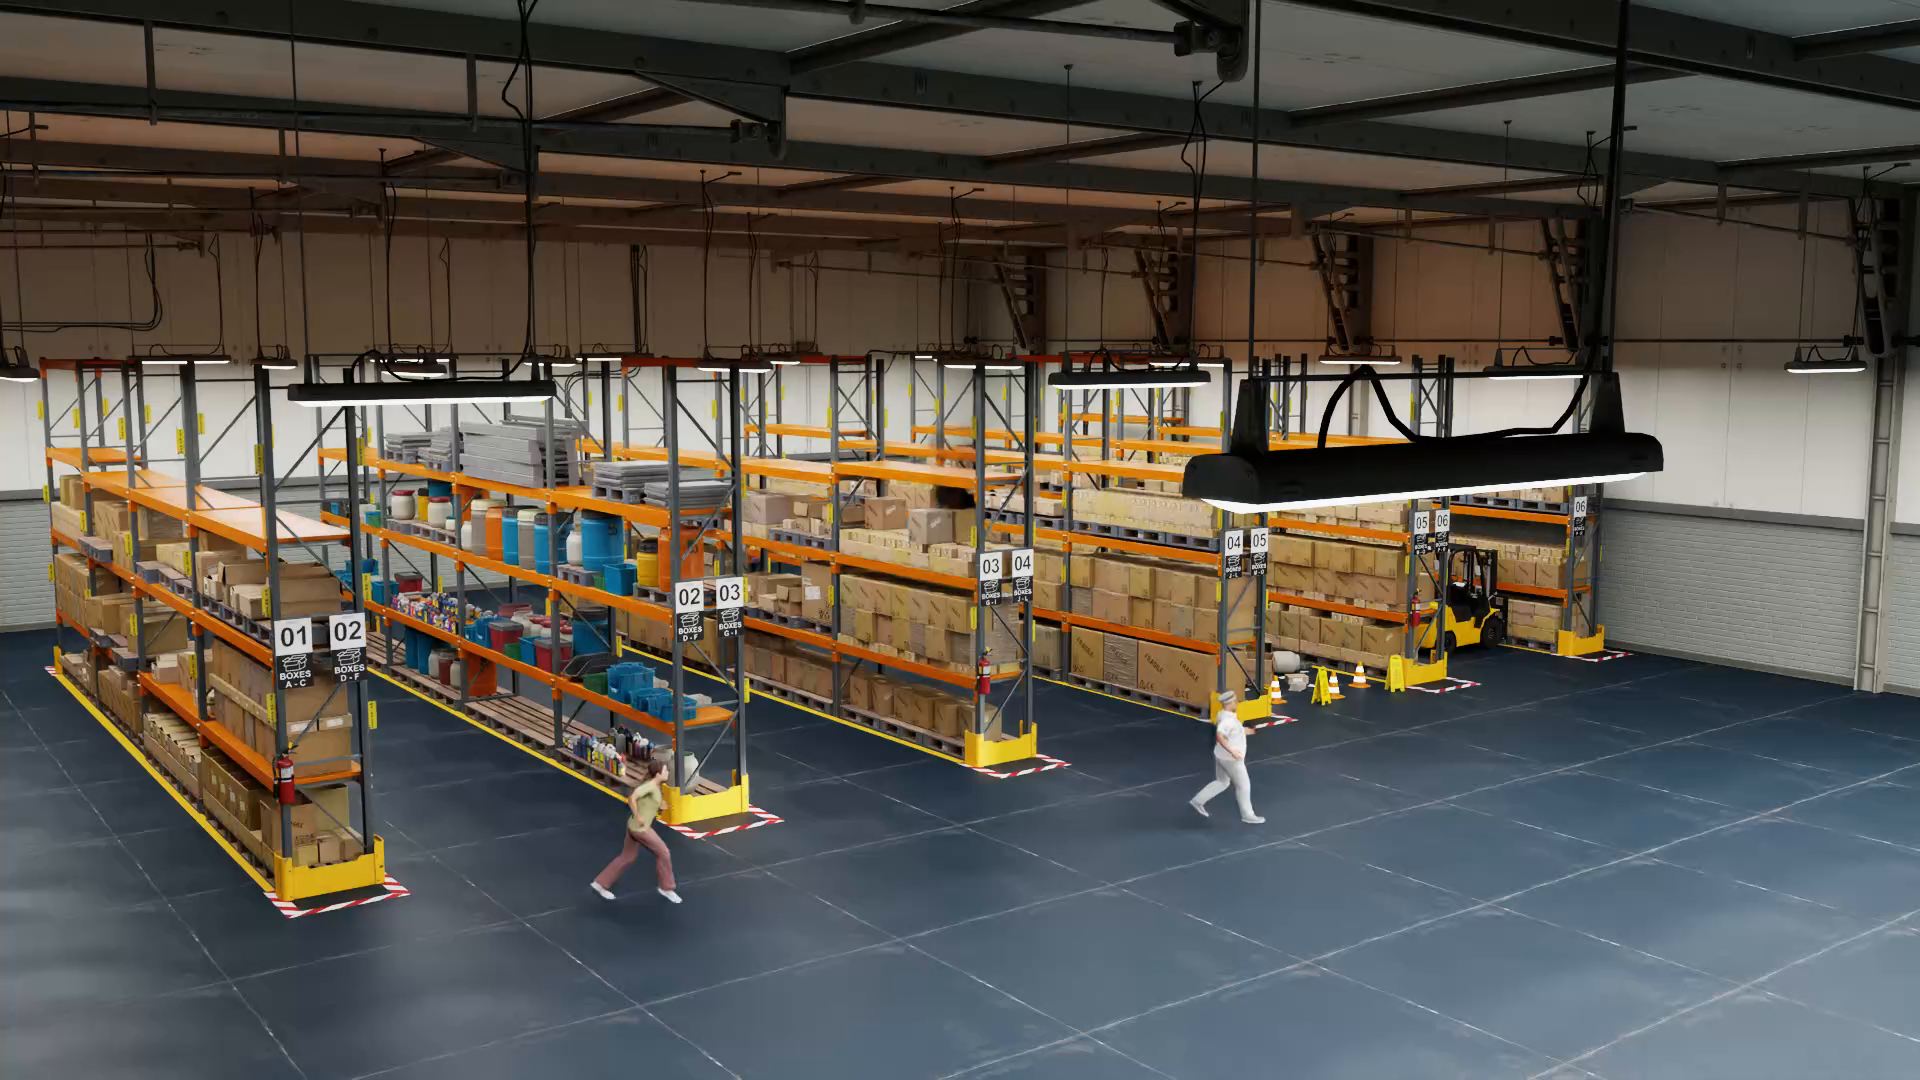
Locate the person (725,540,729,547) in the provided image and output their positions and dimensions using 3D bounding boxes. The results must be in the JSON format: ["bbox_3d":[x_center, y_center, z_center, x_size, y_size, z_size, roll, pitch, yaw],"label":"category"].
[{"bbox_3d":[-5.537,0.843,38.692,0.694,1.732,0.660,-2,7,-20],"label":"person"}]

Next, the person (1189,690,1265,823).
[{"bbox_3d":[3.524,2.829,21.740,0.965,1.761,0.668,-1,7,-8],"label":"person"}]

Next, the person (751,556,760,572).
[{"bbox_3d":[-5.167,0.532,41.960,0.713,1.559,0.588,0,7,0],"label":"person"}]

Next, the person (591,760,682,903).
[{"bbox_3d":[-3.644,3.296,18.669,1.011,1.659,0.598,-1,7,-11],"label":"person"}]
